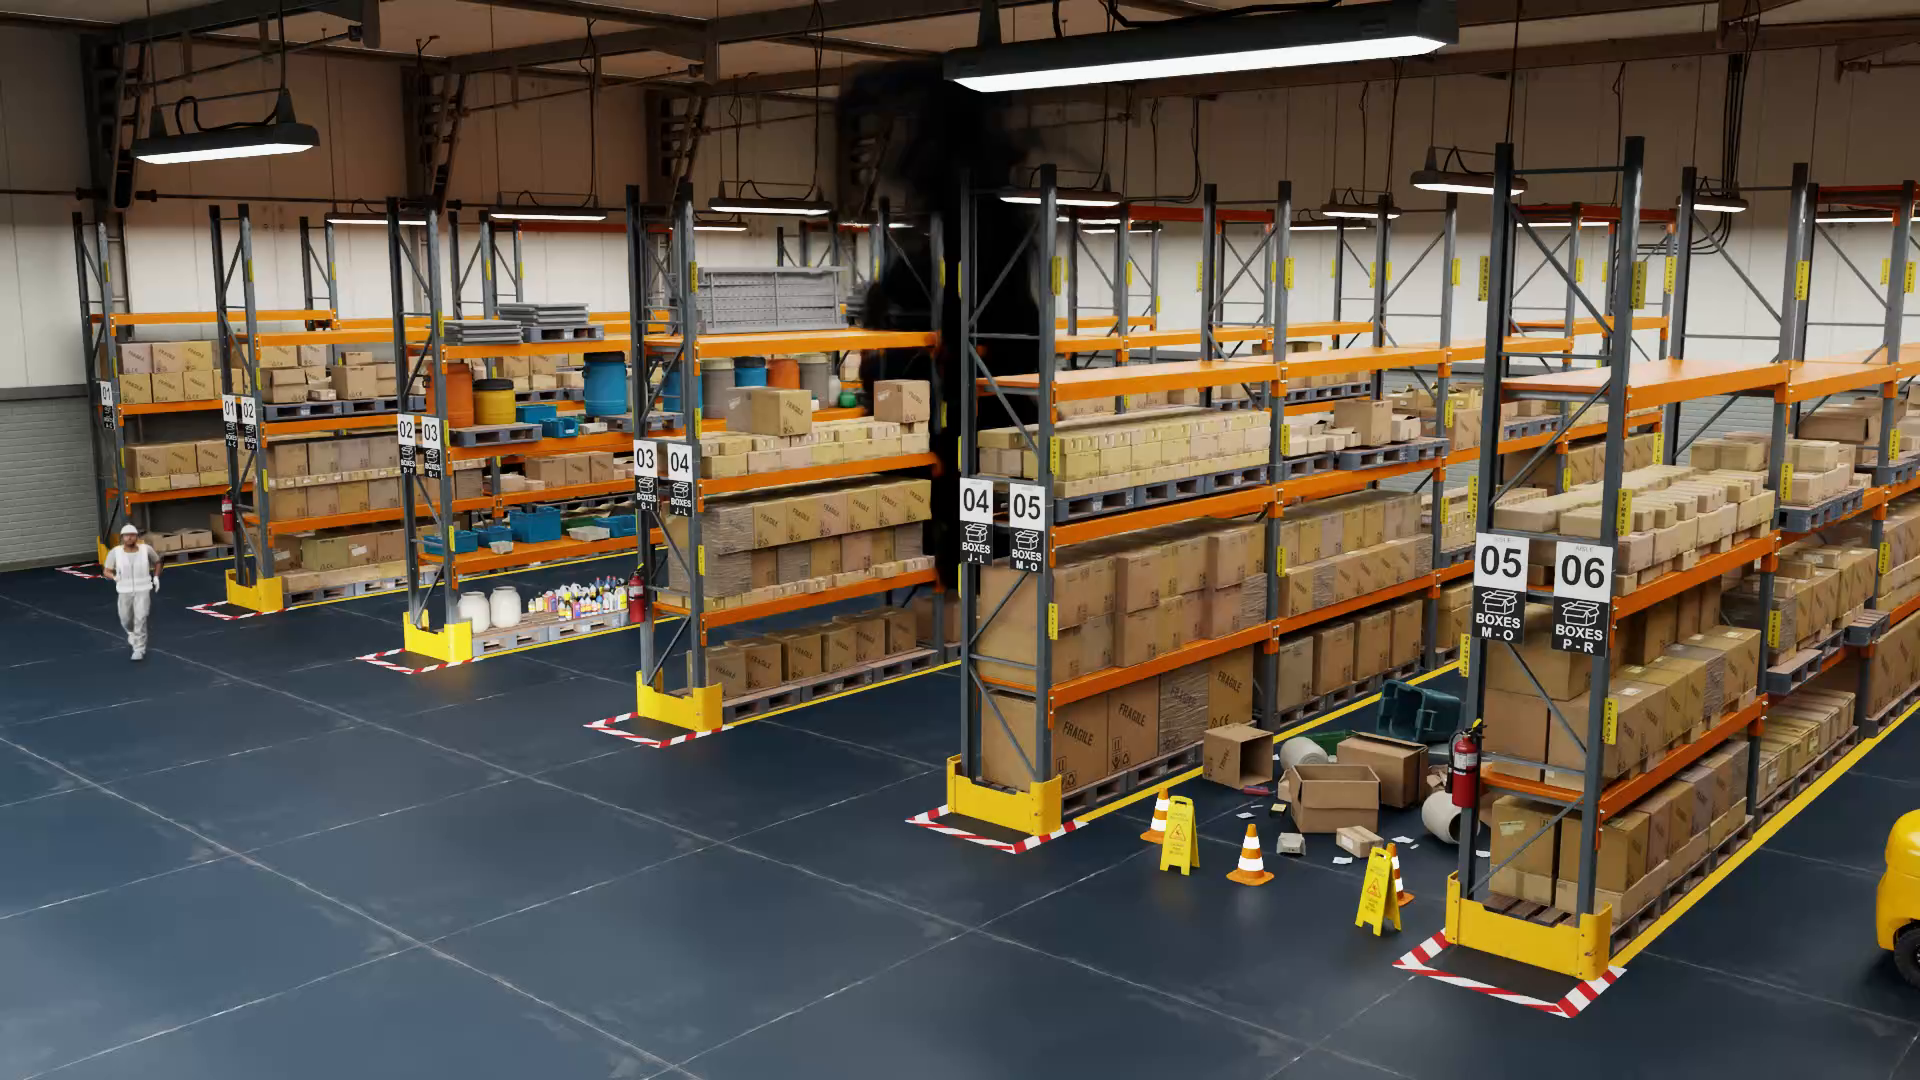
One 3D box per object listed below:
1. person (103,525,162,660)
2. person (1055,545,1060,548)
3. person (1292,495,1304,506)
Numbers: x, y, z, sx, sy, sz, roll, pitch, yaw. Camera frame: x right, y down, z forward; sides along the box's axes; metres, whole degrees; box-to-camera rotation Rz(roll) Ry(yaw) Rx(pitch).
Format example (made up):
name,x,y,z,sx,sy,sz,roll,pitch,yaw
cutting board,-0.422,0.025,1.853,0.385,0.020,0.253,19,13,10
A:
name,x,y,z,sx,sy,sz,roll,pitch,yaw
person,-10.899,0.665,21.946,0.688,1.757,0.827,-4,10,-23
person,1.014,0.907,18.712,0.677,1.848,0.756,8,12,39
person,4.822,0.154,23.731,0.580,1.698,0.814,6,11,32
